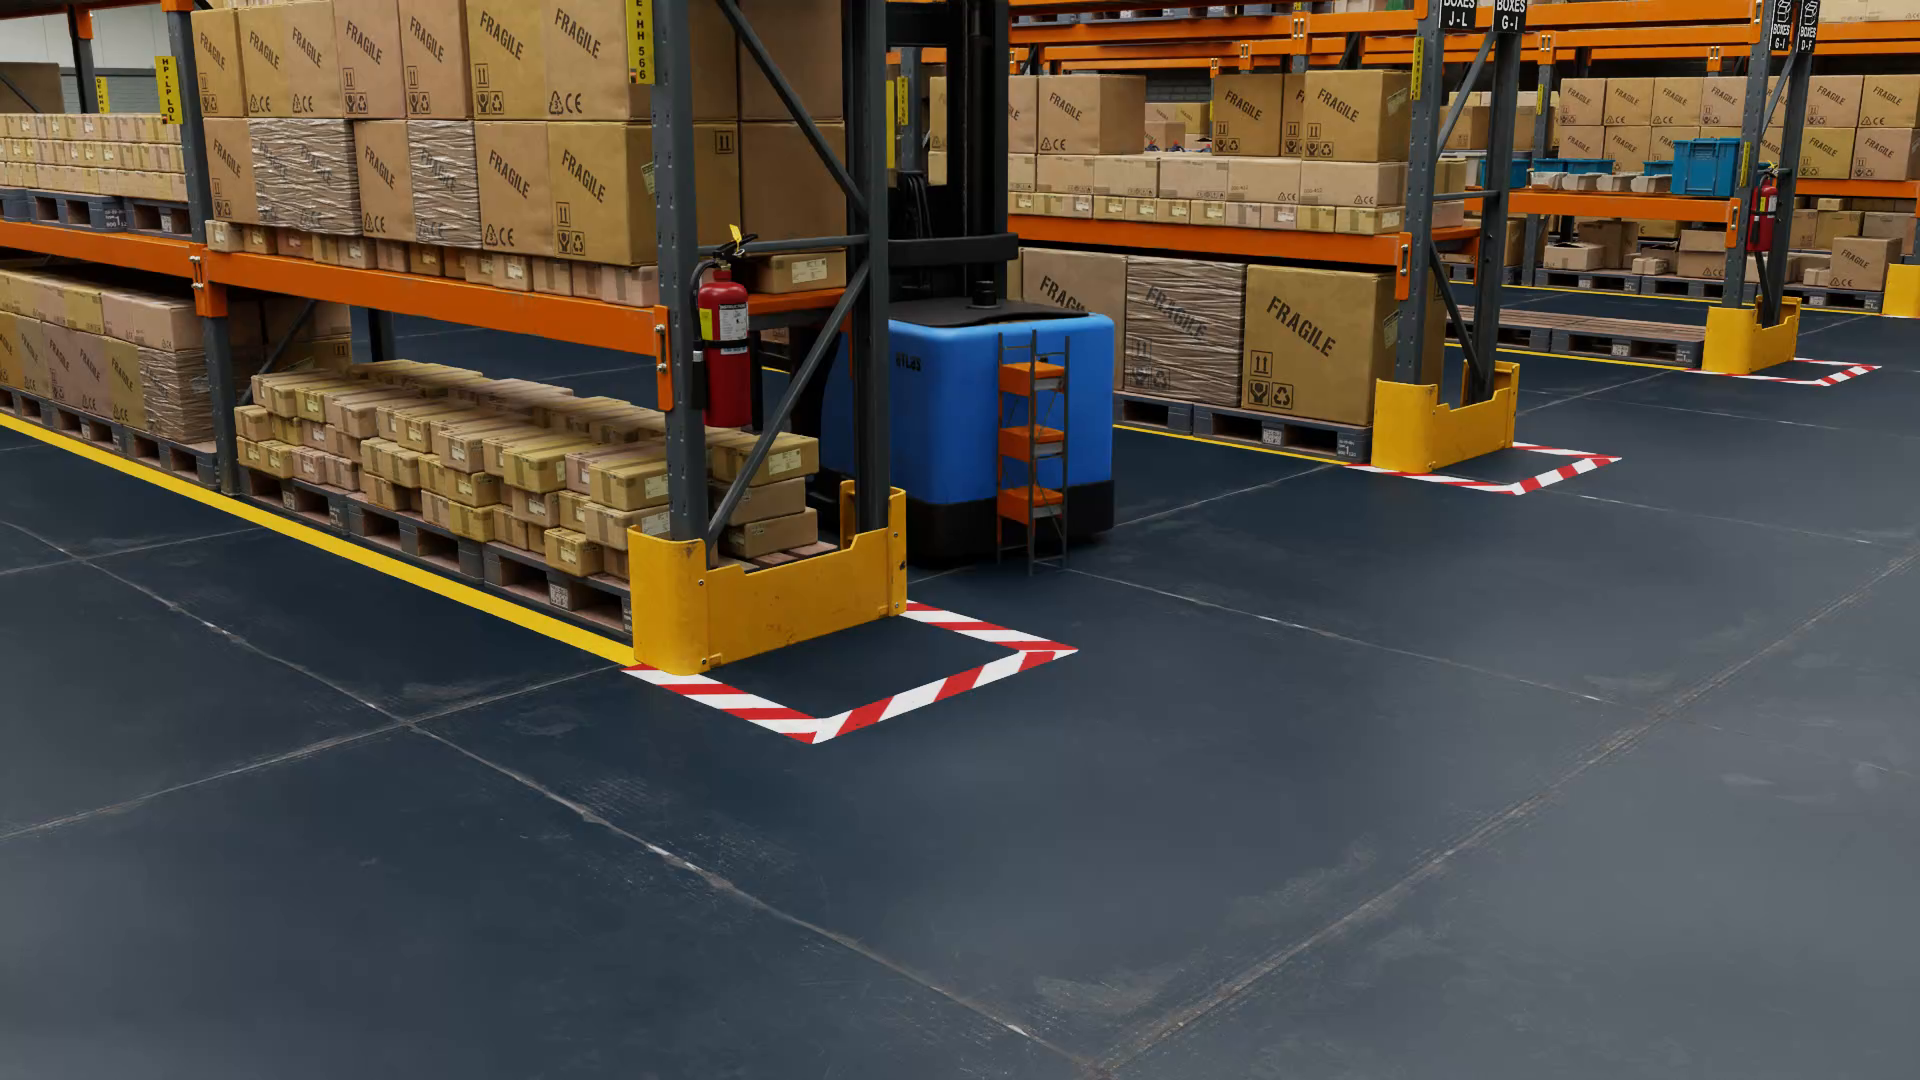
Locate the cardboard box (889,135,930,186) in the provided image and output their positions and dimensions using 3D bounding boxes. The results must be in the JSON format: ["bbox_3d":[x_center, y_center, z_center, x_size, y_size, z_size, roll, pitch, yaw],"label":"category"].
[{"bbox_3d":[-0.556,-2.737,12.289,0.500,0.500,0.500,14,20,42],"label":"cardboard box"}]

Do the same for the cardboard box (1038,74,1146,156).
[{"bbox_3d":[0.864,-2.783,10.883,0.500,0.500,0.500,13,19,40],"label":"cardboard box"}]

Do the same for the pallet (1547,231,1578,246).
[{"bbox_3d":[8.794,-4.339,24.167,1.213,0.211,1.003,14,20,42],"label":"pallet"}]

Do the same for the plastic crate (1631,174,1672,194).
[{"bbox_3d":[5.574,-2.867,13.389,0.243,0.136,0.396,14,20,42],"label":"plastic crate"}]

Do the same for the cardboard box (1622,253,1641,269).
[{"bbox_3d":[7.767,-3.184,18.985,0.250,0.149,0.380,14,20,42],"label":"cardboard box"}]

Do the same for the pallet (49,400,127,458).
[{"bbox_3d":[-4.990,-0.774,10.484,1.213,0.211,1.003,14,20,42],"label":"pallet"}]

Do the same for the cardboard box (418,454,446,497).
[{"bbox_3d":[-2.173,-0.309,7.401,0.380,0.149,0.250,-13,20,-41],"label":"cardboard box"}]

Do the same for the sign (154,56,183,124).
[{"bbox_3d":[-3.928,-2.233,8.256,0.005,0.325,0.100,14,20,42],"label":"sign"}]

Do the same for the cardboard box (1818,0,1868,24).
[{"bbox_3d":[8.823,-5.264,16.535,0.500,0.250,0.500,14,20,42],"label":"cardboard box"}]

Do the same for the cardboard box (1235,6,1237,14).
[{"bbox_3d":[3.603,-6.805,21.617,0.500,0.250,0.500,12,19,38],"label":"cardboard box"}]

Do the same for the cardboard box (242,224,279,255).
[{"bbox_3d":[-3.331,-1.512,8.282,0.380,0.149,0.250,-14,20,-43],"label":"cardboard box"}]

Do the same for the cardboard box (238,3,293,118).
[{"bbox_3d":[-3.006,-2.239,7.804,0.500,0.500,0.500,13,19,41],"label":"cardboard box"}]

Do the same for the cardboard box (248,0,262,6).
[{"bbox_3d":[-7.718,-6.004,18.585,0.250,0.149,0.380,13,19,40],"label":"cardboard box"}]

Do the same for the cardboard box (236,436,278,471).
[{"bbox_3d":[-3.507,-0.475,8.629,0.250,0.149,0.380,13,19,40],"label":"cardboard box"}]

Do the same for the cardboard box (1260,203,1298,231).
[{"bbox_3d":[1.995,-1.927,9.877,0.250,0.149,0.380,14,20,42],"label":"cardboard box"}]

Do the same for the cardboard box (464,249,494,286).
[{"bbox_3d":[-1.810,-1.141,6.862,0.250,0.149,0.380,13,19,40],"label":"cardboard box"}]

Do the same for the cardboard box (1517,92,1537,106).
[{"bbox_3d":[8.303,-6.312,23.891,0.500,0.250,0.500,14,20,43],"label":"cardboard box"}]

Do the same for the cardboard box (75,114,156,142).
[{"bbox_3d":[-4.908,-2.406,9.704,0.250,0.149,0.380,13,19,40],"label":"cardboard box"}]

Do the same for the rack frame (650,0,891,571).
[{"bbox_3d":[-0.666,-1.074,6.104,0.127,3.000,1.000,14,20,42],"label":"rack frame"}]

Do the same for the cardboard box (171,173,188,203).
[{"bbox_3d":[-3.969,-1.889,8.898,0.250,0.149,0.380,13,20,41],"label":"cardboard box"}]

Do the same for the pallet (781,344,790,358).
[{"bbox_3d":[-0.638,-1.428,12.995,1.213,0.211,1.003,14,20,42],"label":"pallet"}]

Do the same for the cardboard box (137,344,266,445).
[{"bbox_3d":[-4.253,-0.851,9.375,0.500,0.500,0.500,13,20,41],"label":"cardboard box"}]

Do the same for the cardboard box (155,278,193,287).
[{"bbox_3d":[-4.643,-1.490,10.340,0.500,0.250,0.500,-14,20,-42],"label":"cardboard box"}]

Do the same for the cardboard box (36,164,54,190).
[{"bbox_3d":[-5.467,-2.253,10.297,0.380,0.149,0.250,-14,20,-42],"label":"cardboard box"}]

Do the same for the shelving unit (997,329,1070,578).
[{"bbox_3d":[0.319,-0.381,7.313,0.215,1.050,0.252,-9,17,-32],"label":"shelving unit"}]

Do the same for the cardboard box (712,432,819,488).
[{"bbox_3d":[-0.808,-0.339,6.924,0.250,0.149,0.380,13,19,40],"label":"cardboard box"}]

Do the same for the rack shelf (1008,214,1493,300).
[{"bbox_3d":[1.409,-1.958,10.925,4.000,0.370,1.077,14,20,42],"label":"rack shelf"}]

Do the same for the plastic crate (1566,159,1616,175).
[{"bbox_3d":[5.390,-3.137,14.235,0.300,0.233,0.416,14,20,42],"label":"plastic crate"}]

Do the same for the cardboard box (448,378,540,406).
[{"bbox_3d":[-2.322,-0.700,8.312,0.250,0.149,0.380,12,19,40],"label":"cardboard box"}]

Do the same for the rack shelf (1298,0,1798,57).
[{"bbox_3d":[4.847,-4.309,13.998,4.000,0.370,1.077,14,20,42],"label":"rack shelf"}]

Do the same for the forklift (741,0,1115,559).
[{"bbox_3d":[-0.496,-1.653,8.462,1.130,2.935,3.031,-9,17,-32],"label":"forklift"}]

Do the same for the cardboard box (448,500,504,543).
[{"bbox_3d":[-1.990,-0.114,7.243,0.250,0.149,0.380,13,19,40],"label":"cardboard box"}]

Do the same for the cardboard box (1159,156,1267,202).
[{"bbox_3d":[1.585,-2.242,10.296,0.500,0.250,0.500,13,19,40],"label":"cardboard box"}]

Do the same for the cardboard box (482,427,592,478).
[{"bbox_3d":[-1.781,-0.365,7.027,0.250,0.149,0.380,13,19,40],"label":"cardboard box"}]

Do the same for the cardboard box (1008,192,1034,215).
[{"bbox_3d":[0.521,-2.285,11.251,0.250,0.149,0.380,13,19,41],"label":"cardboard box"}]

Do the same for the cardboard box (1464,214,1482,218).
[{"bbox_3d":[6.278,-3.677,20.181,0.500,0.500,0.500,14,20,43],"label":"cardboard box"}]

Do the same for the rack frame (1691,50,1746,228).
[{"bbox_3d":[10.284,-5.354,22.530,0.127,3.000,1.000,14,20,42],"label":"rack frame"}]

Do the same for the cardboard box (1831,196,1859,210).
[{"bbox_3d":[11.537,-4.391,21.673,0.250,0.149,0.380,14,20,43],"label":"cardboard box"}]

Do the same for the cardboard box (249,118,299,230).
[{"bbox_3d":[-3.003,-1.748,7.905,0.500,0.500,0.500,14,20,42],"label":"cardboard box"}]

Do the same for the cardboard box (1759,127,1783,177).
[{"bbox_3d":[8.485,-4.010,17.173,0.500,0.500,0.500,14,20,43],"label":"cardboard box"}]

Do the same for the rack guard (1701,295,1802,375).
[{"bbox_3d":[6.313,-1.644,13.250,0.348,0.500,1.175,14,20,42],"label":"rack guard"}]

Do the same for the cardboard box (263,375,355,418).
[{"bbox_3d":[-3.284,-0.729,8.420,0.380,0.149,0.250,-13,20,-41],"label":"cardboard box"}]

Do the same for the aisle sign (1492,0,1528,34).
[{"bbox_3d":[3.109,-3.256,9.324,0.004,0.787,0.394,14,20,42],"label":"aisle sign"}]

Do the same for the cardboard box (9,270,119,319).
[{"bbox_3d":[-5.732,-1.577,10.673,0.500,0.250,0.500,13,20,42],"label":"cardboard box"}]

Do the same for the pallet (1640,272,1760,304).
[{"bbox_3d":[8.225,-2.770,18.147,1.213,0.211,1.003,14,20,42],"label":"pallet"}]

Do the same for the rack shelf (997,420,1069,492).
[{"bbox_3d":[0.319,-0.371,7.315,0.215,0.259,0.240,-9,17,-32],"label":"rack shelf"}]

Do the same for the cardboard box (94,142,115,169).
[{"bbox_3d":[-4.723,-2.216,9.563,0.250,0.149,0.380,12,19,39],"label":"cardboard box"}]

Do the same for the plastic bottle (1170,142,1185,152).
[{"bbox_3d":[2.253,-3.947,17.229,0.185,0.351,0.144,14,20,42],"label":"plastic bottle"}]

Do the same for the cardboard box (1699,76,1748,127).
[{"bbox_3d":[8.106,-4.582,17.387,0.500,0.500,0.500,-14,20,-42],"label":"cardboard box"}]

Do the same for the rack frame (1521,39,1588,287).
[{"bbox_3d":[6.848,-4.454,19.077,0.127,3.000,1.000,14,20,42],"label":"rack frame"}]
